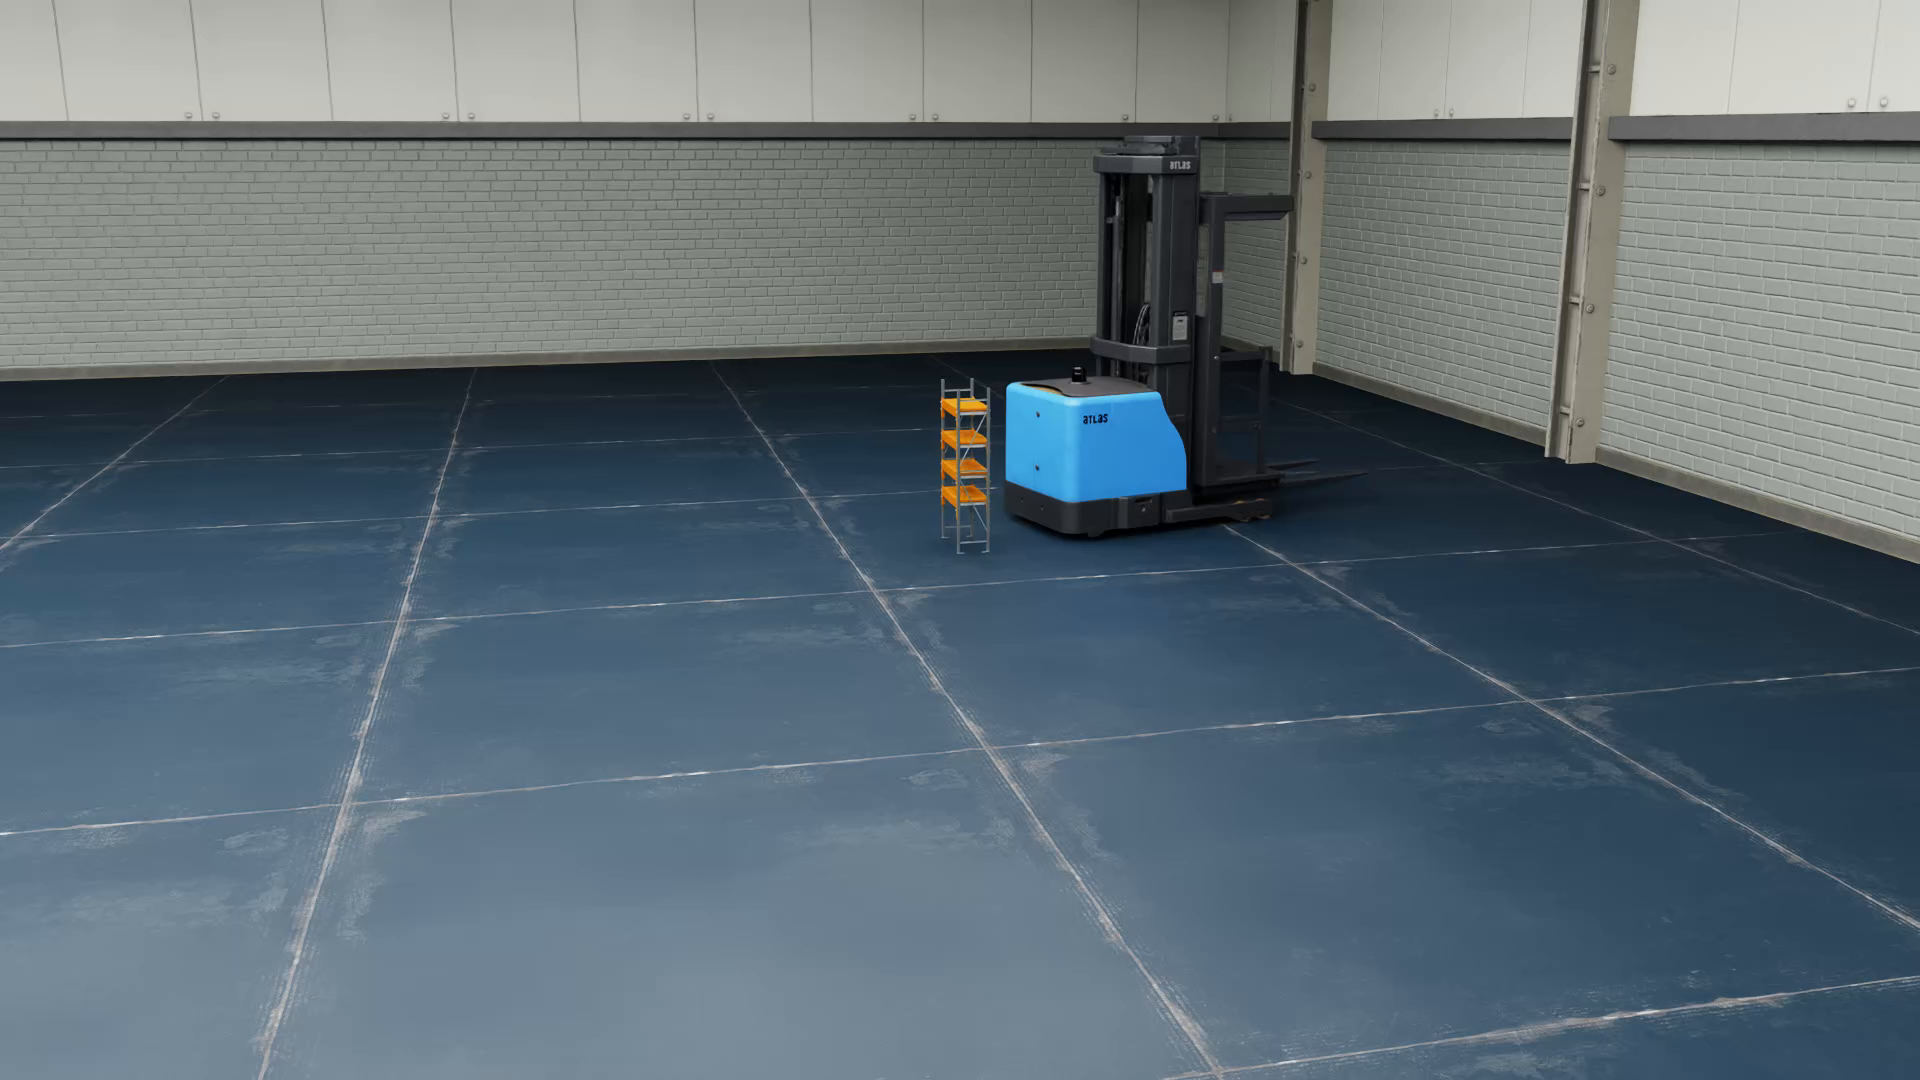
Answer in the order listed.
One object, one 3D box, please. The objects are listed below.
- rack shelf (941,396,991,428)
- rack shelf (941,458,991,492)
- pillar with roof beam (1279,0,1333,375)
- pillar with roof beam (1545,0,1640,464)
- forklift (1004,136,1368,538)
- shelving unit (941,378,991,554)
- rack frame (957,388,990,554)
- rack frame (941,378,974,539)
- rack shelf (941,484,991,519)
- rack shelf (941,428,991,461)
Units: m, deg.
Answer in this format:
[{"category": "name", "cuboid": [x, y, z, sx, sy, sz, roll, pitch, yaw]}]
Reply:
[{"category": "rack shelf", "cuboid": [0.039, -0.926, 12.035, 0.258, 0.148, 0.480, -3, 14, -13]}, {"category": "rack shelf", "cuboid": [0.039, -0.479, 12.144, 0.258, 0.148, 0.480, -3, 14, -13]}, {"category": "pillar with roof beam", "cuboid": [0.106, -6.270, 19.132, 9.100, 9.000, 0.400, -3, 14, -13]}, {"category": "pillar with roof beam", "cuboid": [1.515, -4.886, 13.466, 9.100, 9.000, 0.400, -3, 14, -13]}, {"category": "forklift", "cuboid": [1.890, -1.665, 13.068, 3.031, 2.935, 1.130, -7, 15, -27]}, {"category": "shelving unit", "cuboid": [0.039, -0.545, 12.128, 0.258, 1.200, 0.503, -3, 14, -13]}, {"category": "rack frame", "cuboid": [0.096, -0.488, 11.898, 0.240, 1.200, 0.015, -3, 14, -13]}, {"category": "rack frame", "cuboid": [-0.018, -0.601, 12.359, 0.240, 1.200, 0.015, -3, 14, -13]}, {"category": "rack shelf", "cuboid": [0.039, -0.286, 12.191, 0.258, 0.148, 0.480, -3, 14, -13]}, {"category": "rack shelf", "cuboid": [0.039, -0.697, 12.091, 0.258, 0.148, 0.480, -3, 14, -13]}]
